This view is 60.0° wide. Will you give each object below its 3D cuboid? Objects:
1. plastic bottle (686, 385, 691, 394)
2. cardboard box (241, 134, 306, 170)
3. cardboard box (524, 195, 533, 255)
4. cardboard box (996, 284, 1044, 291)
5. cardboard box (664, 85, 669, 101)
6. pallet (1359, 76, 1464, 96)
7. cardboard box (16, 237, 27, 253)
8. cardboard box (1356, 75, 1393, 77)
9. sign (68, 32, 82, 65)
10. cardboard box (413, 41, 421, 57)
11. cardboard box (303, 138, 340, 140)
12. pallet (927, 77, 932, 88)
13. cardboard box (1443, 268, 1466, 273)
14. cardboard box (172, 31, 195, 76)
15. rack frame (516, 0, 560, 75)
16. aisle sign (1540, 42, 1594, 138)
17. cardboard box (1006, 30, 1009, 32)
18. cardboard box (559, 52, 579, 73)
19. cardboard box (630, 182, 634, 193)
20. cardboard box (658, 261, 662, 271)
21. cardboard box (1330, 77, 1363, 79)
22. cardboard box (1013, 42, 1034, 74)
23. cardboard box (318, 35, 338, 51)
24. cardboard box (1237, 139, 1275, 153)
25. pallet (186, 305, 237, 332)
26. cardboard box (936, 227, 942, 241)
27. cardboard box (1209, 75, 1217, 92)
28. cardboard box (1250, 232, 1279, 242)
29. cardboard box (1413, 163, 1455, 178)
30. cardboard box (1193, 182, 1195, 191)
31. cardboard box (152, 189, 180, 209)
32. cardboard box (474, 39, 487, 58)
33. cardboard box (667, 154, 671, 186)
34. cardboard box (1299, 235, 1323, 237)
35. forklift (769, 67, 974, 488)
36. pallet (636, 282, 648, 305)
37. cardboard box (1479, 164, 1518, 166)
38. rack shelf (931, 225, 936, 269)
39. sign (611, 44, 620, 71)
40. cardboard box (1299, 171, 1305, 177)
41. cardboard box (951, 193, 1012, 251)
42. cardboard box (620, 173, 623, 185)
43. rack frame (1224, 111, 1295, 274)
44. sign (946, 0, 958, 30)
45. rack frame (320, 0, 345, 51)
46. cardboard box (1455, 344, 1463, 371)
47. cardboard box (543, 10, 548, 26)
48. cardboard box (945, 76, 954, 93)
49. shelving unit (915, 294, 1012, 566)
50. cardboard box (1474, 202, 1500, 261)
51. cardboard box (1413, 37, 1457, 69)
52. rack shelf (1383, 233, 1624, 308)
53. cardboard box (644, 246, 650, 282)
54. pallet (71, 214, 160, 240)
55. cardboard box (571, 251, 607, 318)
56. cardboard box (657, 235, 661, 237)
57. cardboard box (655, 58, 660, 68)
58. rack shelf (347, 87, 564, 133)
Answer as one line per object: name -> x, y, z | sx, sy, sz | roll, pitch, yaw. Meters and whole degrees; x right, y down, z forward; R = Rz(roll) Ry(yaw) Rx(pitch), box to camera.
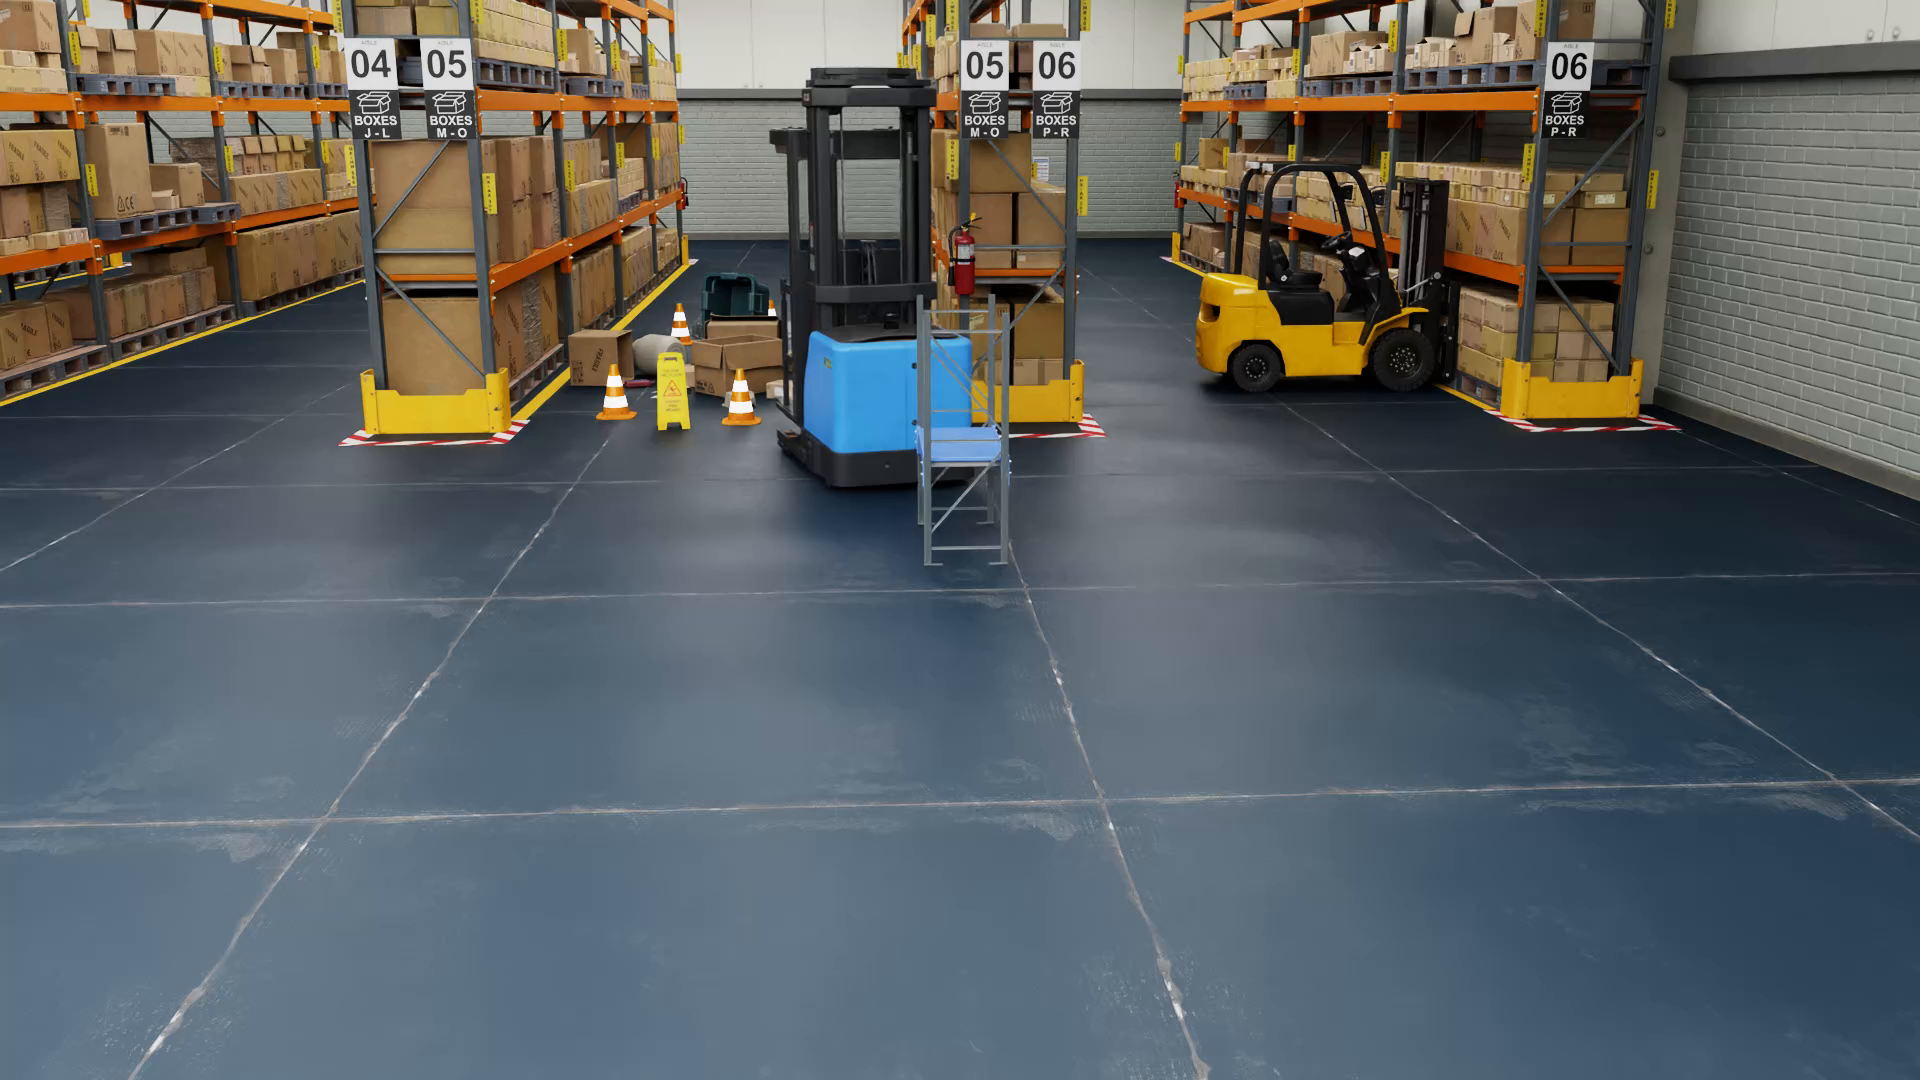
plastic bottle -> -2.697, -1.461, 16.083 | 0.133, 0.061, 0.283 | -6, 16, -23
cardboard box -> -10.094, -5.708, 24.477 | 0.797, 0.503, 0.637 | -1, 14, -5
cardboard box -> -4.549, -2.972, 15.758 | 0.875, 0.550, 0.500 | -1, 14, -3
cardboard box -> 0.615, -2.334, 16.750 | 0.500, 0.500, 0.500 | 0, 14, 0
cardboard box -> -5.032, -7.267, 27.033 | 0.500, 0.250, 0.500 | 0, 14, -1
pallet -> 5.131, -5.153, 18.897 | 0.805, 0.209, 1.217 | -1, 15, -6
cardboard box -> -9.312, -2.861, 16.129 | 0.380, 0.149, 0.250 | -1, 14, -3
cardboard box -> 5.251, -6.024, 21.156 | 0.500, 0.250, 0.500 | -1, 14, -3
sign -> -9.105, -5.056, 17.100 | 0.100, 0.325, 0.005 | -1, 14, -3
cardboard box -> -4.832, -4.186, 14.218 | 0.380, 0.149, 0.250 | -1, 14, -3
cardboard box -> -10.560, -6.385, 27.522 | 0.500, 0.500, 0.500 | -1, 14, -5
pallet -> 0.245, -5.271, 19.348 | 1.213, 0.211, 1.003 | -1, 14, -3
cardboard box -> 5.422, -2.810, 18.096 | 0.500, 0.250, 0.500 | -1, 14, -2
cardboard box -> -9.572, -5.839, 19.975 | 0.500, 0.500, 0.500 | -1, 14, -4
rack frame -> -4.690, -6.300, 16.951 | 1.000, 3.000, 0.127 | -1, 14, -3
aisle sign -> 5.157, -3.817, 14.123 | 0.394, 0.787, 0.004 | -1, 14, -3
cardboard box -> 0.567, -5.597, 18.694 | 0.500, 0.250, 0.500 | -1, 14, -5
cardboard box -> -4.594, -5.502, 19.098 | 0.396, 0.266, 0.258 | -1, 14, -3
cardboard box -> -4.879, -5.046, 23.779 | 0.380, 0.149, 0.250 | 0, 14, -1
cardboard box -> -4.887, -4.302, 26.106 | 0.380, 0.149, 0.250 | -2, 15, -6
cardboard box -> 5.166, -6.236, 22.224 | 0.380, 0.149, 0.250 | -1, 14, -3
cardboard box -> 0.727, -4.154, 14.337 | 0.500, 0.250, 0.500 | -1, 14, -4
cardboard box -> -10.275, -7.941, 26.600 | 0.500, 0.250, 0.500 | -1, 14, -5
cardboard box -> 4.876, -6.372, 27.471 | 0.500, 0.500, 0.500 | -1, 14, -5
pallet -> -9.847, -2.793, 20.957 | 1.003, 0.211, 1.213 | -1, 14, -3
cardboard box -> -0.056, -3.291, 17.801 | 0.380, 0.149, 0.250 | -1, 14, -4
cardboard box -> 4.360, -7.460, 27.184 | 0.500, 0.250, 0.500 | -1, 14, -2
cardboard box -> 4.612, -4.577, 25.169 | 0.380, 0.149, 0.250 | -1, 14, -4
cardboard box -> 5.046, -3.933, 17.692 | 0.380, 0.149, 0.250 | -1, 14, -3
cardboard box -> 4.269, -6.159, 28.948 | 0.380, 0.149, 0.250 | 0, 14, -2
cardboard box -> -9.521, -4.065, 19.734 | 0.396, 0.266, 0.258 | -1, 14, -5
cardboard box -> -4.143, -4.072, 13.776 | 0.380, 0.149, 0.250 | -1, 14, -3
cardboard box -> -5.060, -6.085, 27.359 | 0.500, 0.500, 0.500 | 0, 14, -1
cardboard box -> 5.122, -4.398, 24.473 | 0.380, 0.149, 0.250 | -1, 15, -6
forklift -> -0.828, -2.113, 12.858 | 1.130, 2.935, 3.031 | -5, 15, -17
pallet -> -5.057, -3.536, 23.844 | 1.003, 0.211, 1.213 | -1, 14, -3
cardboard box -> 5.602, -3.815, 17.236 | 0.380, 0.149, 0.250 | -1, 14, -5
rack shelf -> 0.121, -3.645, 20.116 | 1.077, 0.370, 4.000 | -1, 14, -3
sign -> -4.383, -6.137, 21.142 | 0.100, 0.325, 0.005 | -1, 14, -3
cardboard box -> 4.676, -4.847, 21.842 | 0.380, 0.149, 0.250 | 0, 14, -2
cardboard box -> 0.184, -2.824, 14.685 | 0.500, 0.500, 0.500 | -1, 14, -4
cardboard box -> -4.822, -4.935, 22.750 | 0.380, 0.149, 0.250 | -1, 14, -3
rack frame -> 4.703, -5.563, 26.128 | 1.000, 3.000, 0.127 | -1, 14, -3
sign -> -0.063, -4.379, 13.729 | 0.100, 0.325, 0.005 | -1, 14, -3
rack frame -> -10.390, -9.233, 28.350 | 1.000, 3.000, 0.127 | -1, 14, -3
cardboard box -> 5.059, -1.811, 16.219 | 0.500, 0.250, 0.500 | -1, 14, -3
cardboard box -> -4.333, -5.214, 16.613 | 0.380, 0.149, 0.250 | -1, 14, -4
cardboard box -> 0.051, -4.298, 15.695 | 0.380, 0.149, 0.250 | -1, 14, -4
shelving unit -> 0.005, -0.705, 10.257 | 0.538, 1.500, 1.048 | -1, 14, -3
cardboard box -> 5.131, -2.874, 15.478 | 0.500, 0.500, 0.500 | 0, 14, -2
cardboard box -> 5.007, -5.024, 17.149 | 0.500, 0.311, 0.500 | -1, 14, -2
rack shelf -> 5.322, -2.728, 16.551 | 1.077, 0.370, 4.000 | -1, 14, -3
cardboard box -> -4.857, -4.069, 24.494 | 0.500, 0.500, 0.500 | -1, 14, -5
pallet -> -9.549, -3.442, 18.270 | 1.003, 0.211, 1.213 | -1, 14, -3
cardboard box -> -4.932, -3.133, 20.354 | 1.050, 0.750, 0.750 | -1, 14, -3
cardboard box -> -5.095, -4.911, 27.277 | 0.380, 0.149, 0.250 | -1, 15, -6
cardboard box -> -4.995, -7.603, 26.533 | 0.380, 0.149, 0.250 | 0, 14, -1
rack shelf -> -4.566, -4.001, 15.481 | 1.077, 0.370, 4.000 | -1, 14, -3
